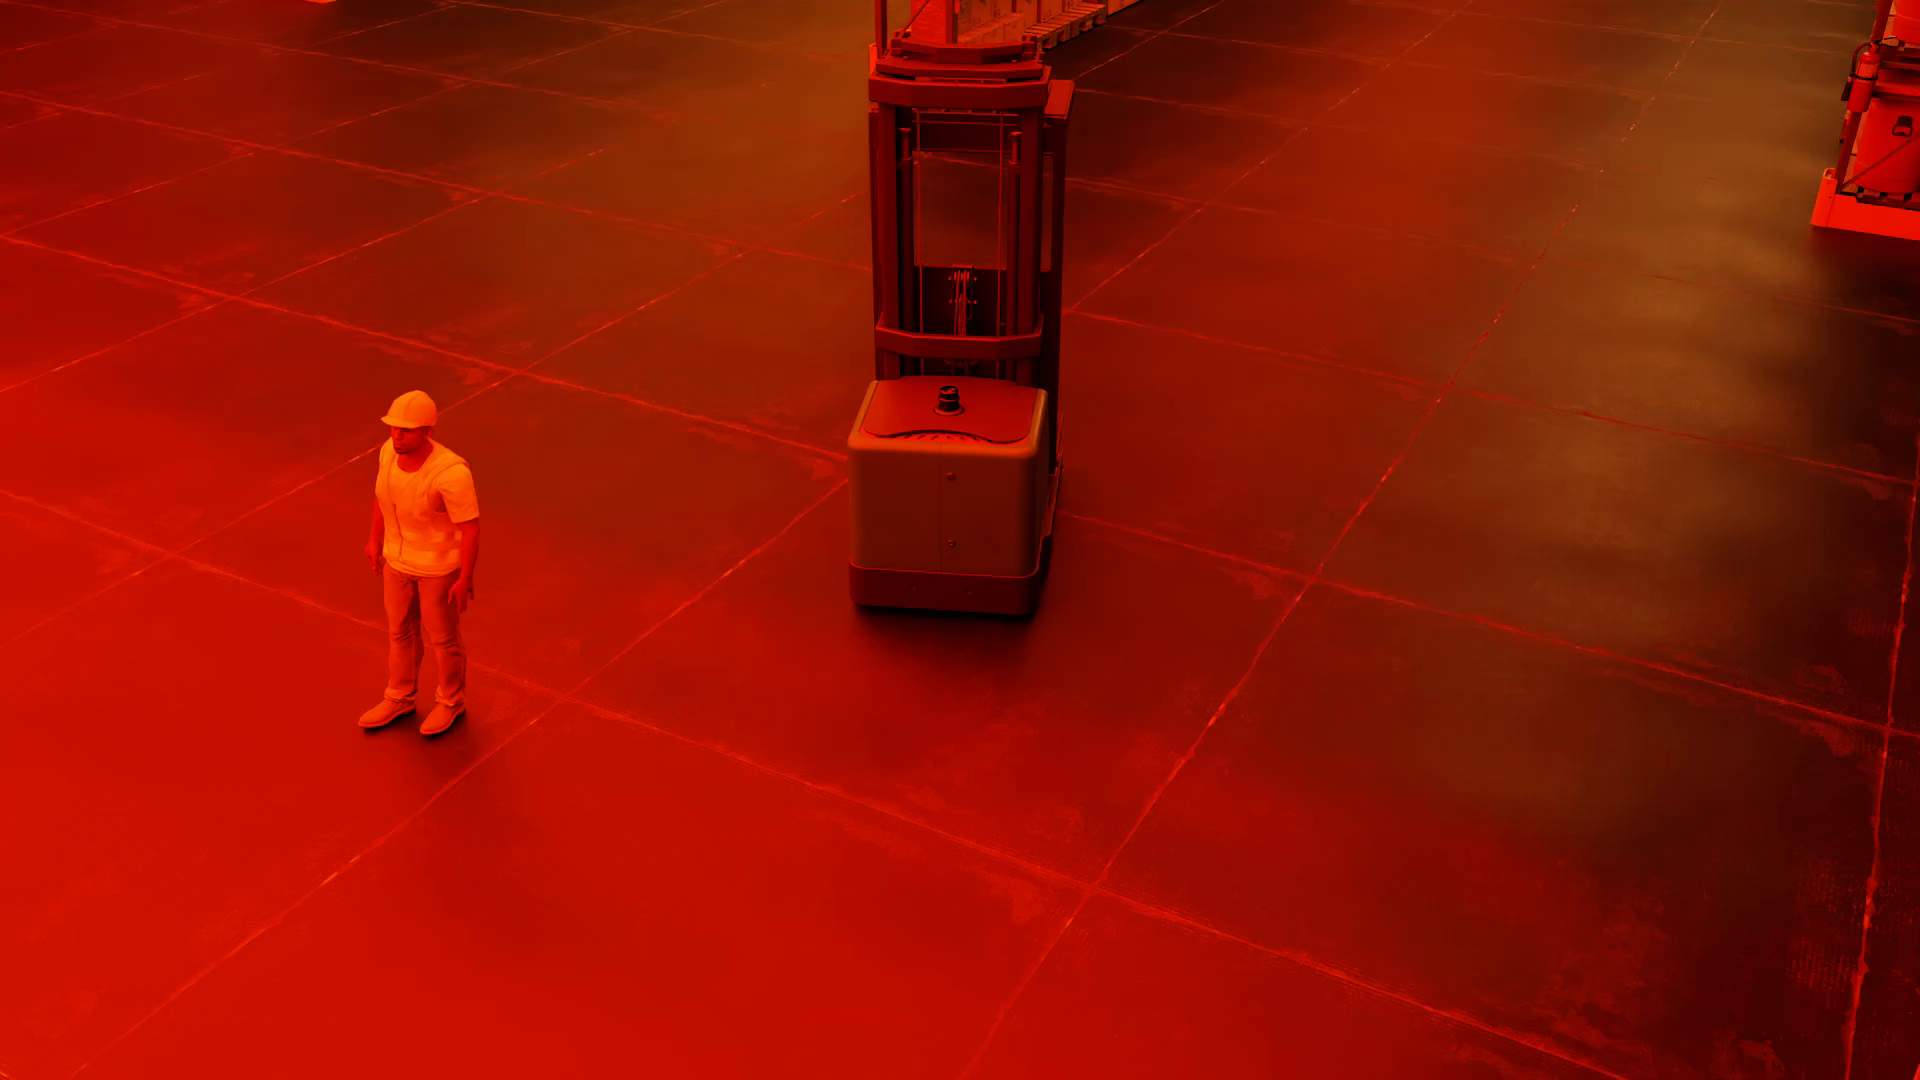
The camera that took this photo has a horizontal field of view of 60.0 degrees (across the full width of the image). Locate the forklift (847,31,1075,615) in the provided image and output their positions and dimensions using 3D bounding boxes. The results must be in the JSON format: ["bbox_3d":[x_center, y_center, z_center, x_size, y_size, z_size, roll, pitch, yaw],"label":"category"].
[{"bbox_3d":[0.072,-1.572,9.794,1.130,2.935,3.031,3,30,6],"label":"forklift"}]

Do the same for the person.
[{"bbox_3d":[-2.627,0.136,7.987,0.665,1.768,0.575,16,34,26],"label":"person"}]
